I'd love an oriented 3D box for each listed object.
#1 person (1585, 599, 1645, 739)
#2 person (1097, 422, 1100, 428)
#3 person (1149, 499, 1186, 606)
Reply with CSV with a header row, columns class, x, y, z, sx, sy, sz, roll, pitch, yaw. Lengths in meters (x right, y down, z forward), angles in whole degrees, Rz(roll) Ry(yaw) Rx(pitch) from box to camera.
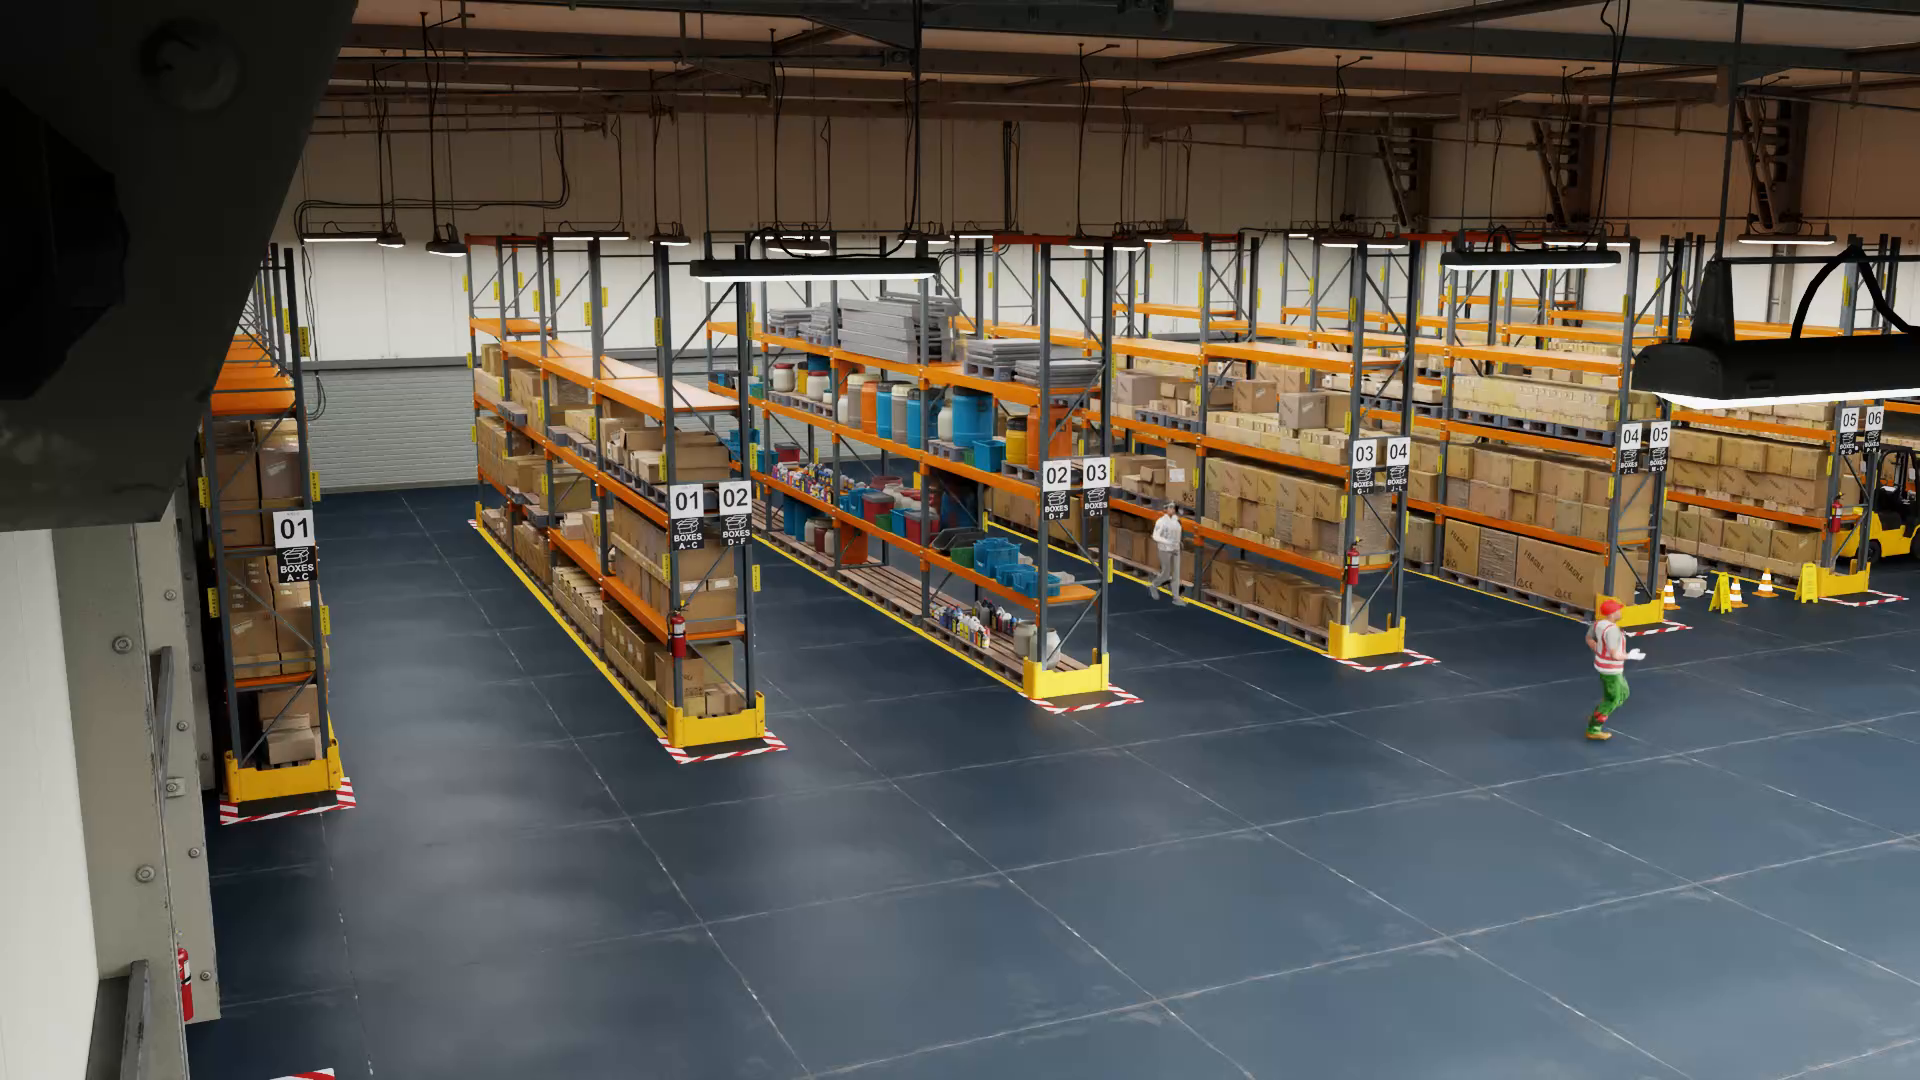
class,x,y,z,sx,sy,sz,roll,pitch,yaw
person,7.993,1.580,20.306,0.604,1.750,0.640,1,11,7
person,3.506,-2.527,41.785,0.930,1.601,0.624,1,11,7
person,3.332,0.176,26.197,0.618,1.675,0.760,-7,13,-33
